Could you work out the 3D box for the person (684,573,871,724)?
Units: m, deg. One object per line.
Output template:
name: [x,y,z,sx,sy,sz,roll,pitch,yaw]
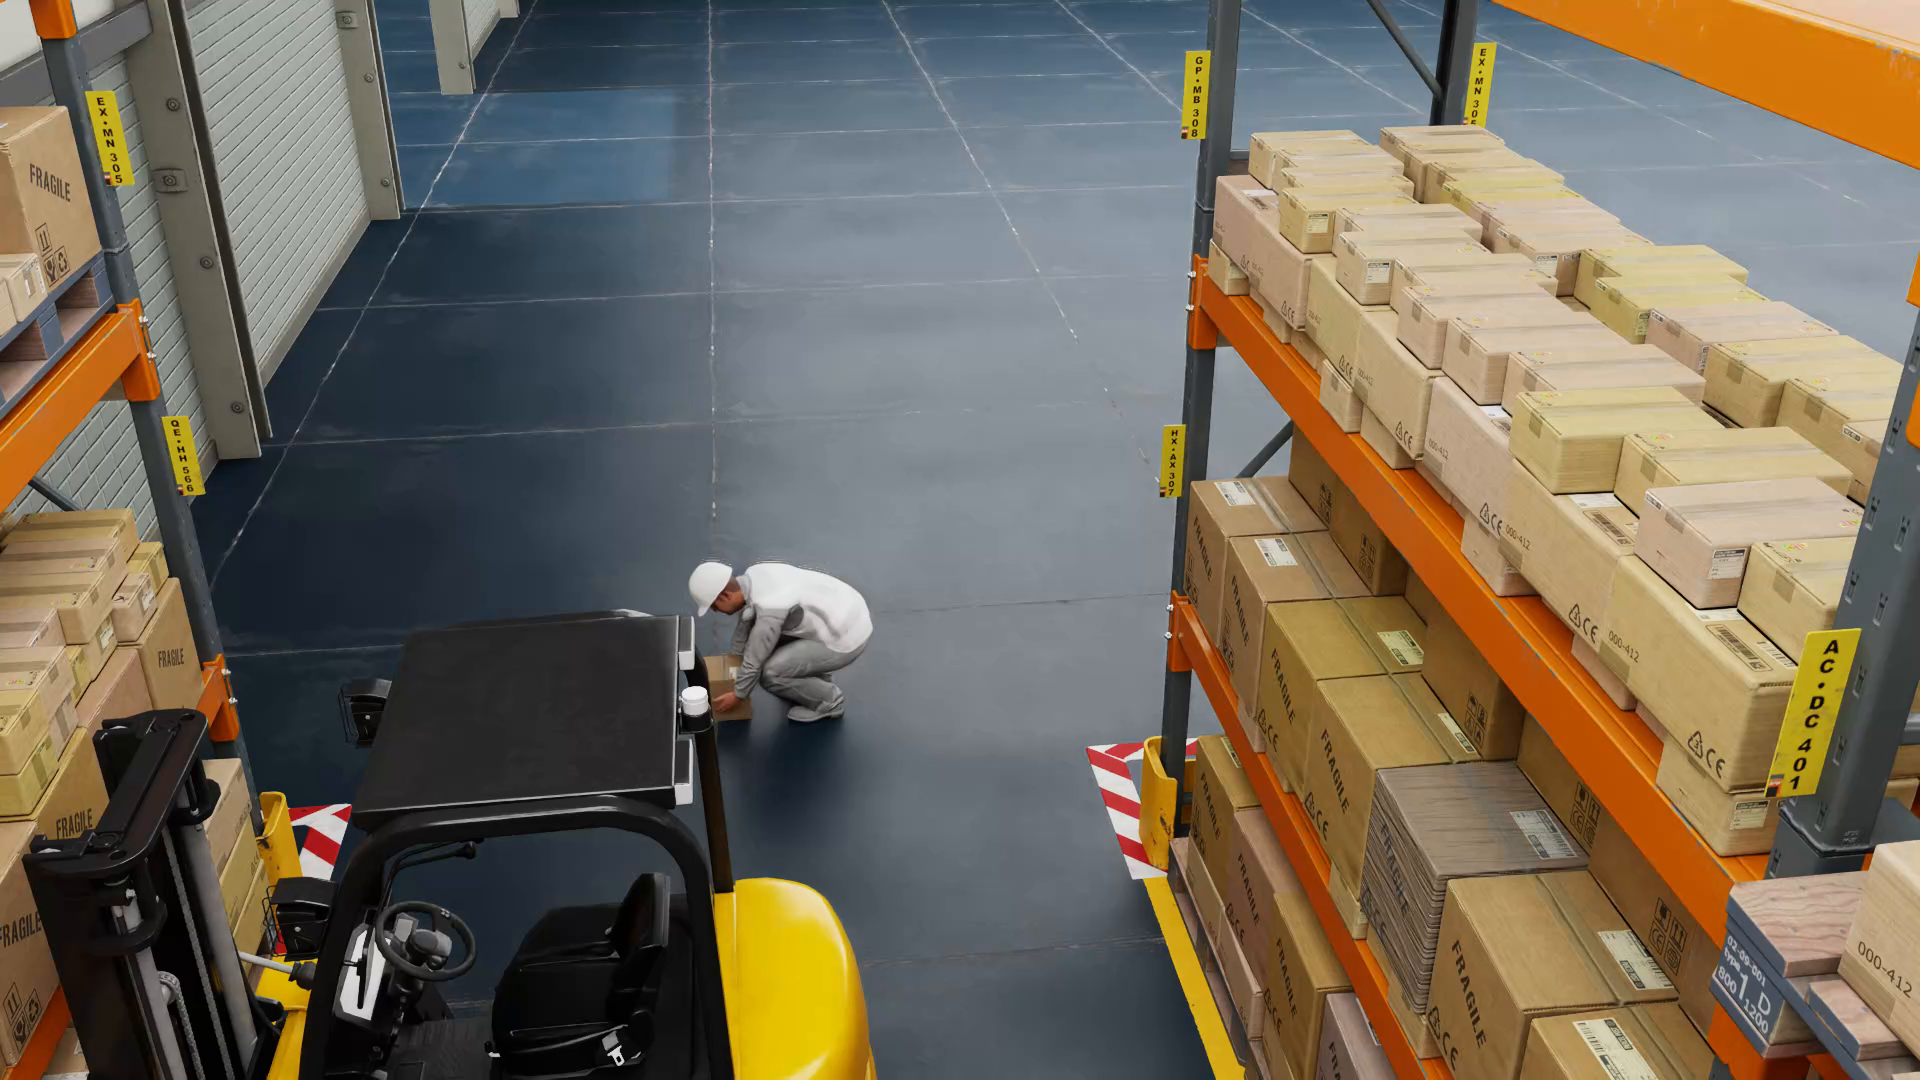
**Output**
person: [-0.936,0.528,8.635,0.934,0.870,0.521,-4,27,-7]
